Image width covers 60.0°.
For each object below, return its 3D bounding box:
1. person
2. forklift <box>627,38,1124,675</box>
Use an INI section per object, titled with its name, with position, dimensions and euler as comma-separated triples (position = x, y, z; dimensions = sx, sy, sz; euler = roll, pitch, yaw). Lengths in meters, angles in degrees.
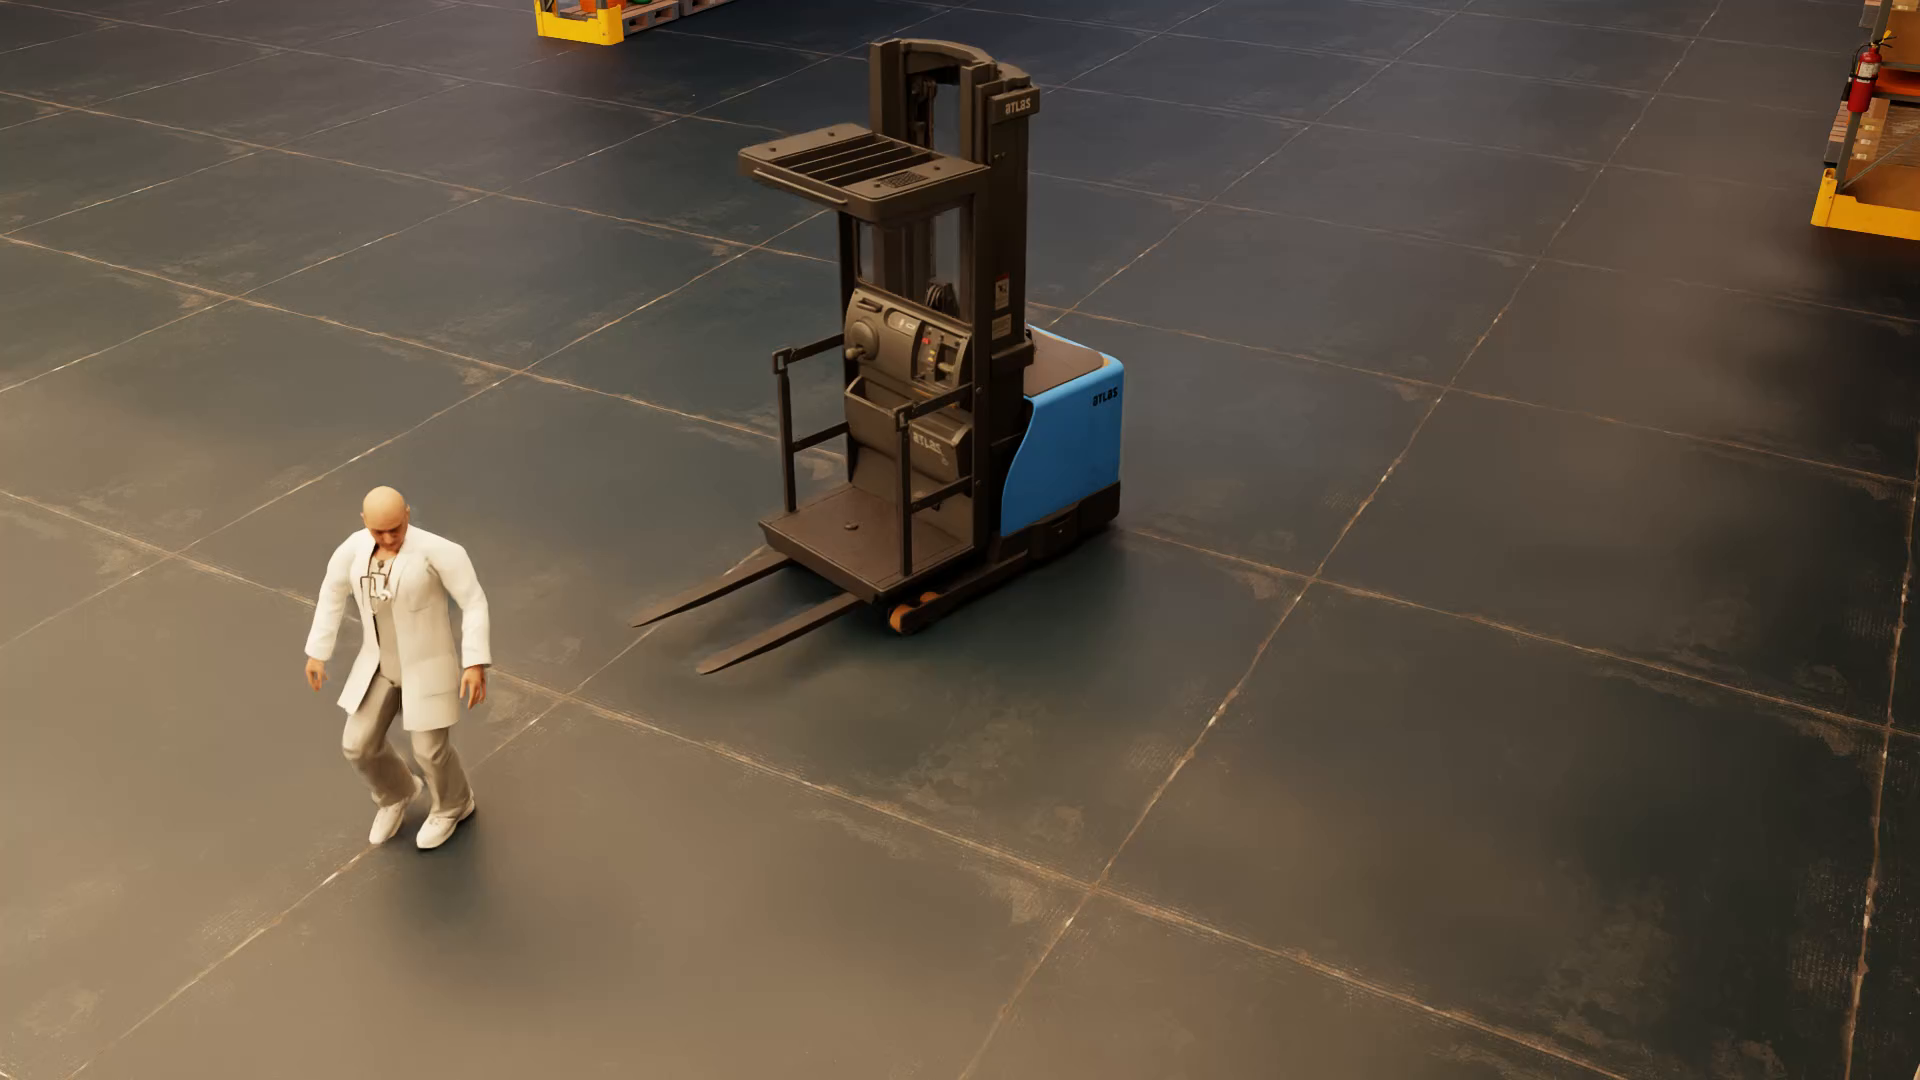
[person]
position = -2.403, 0.597, 7.258
dimensions = 0.917, 1.791, 0.486
euler = 9, 31, 15
[forklift]
position = -0.442, -1.043, 8.879
dimensions = 3.031, 2.935, 1.130
euler = -26, 39, -37
